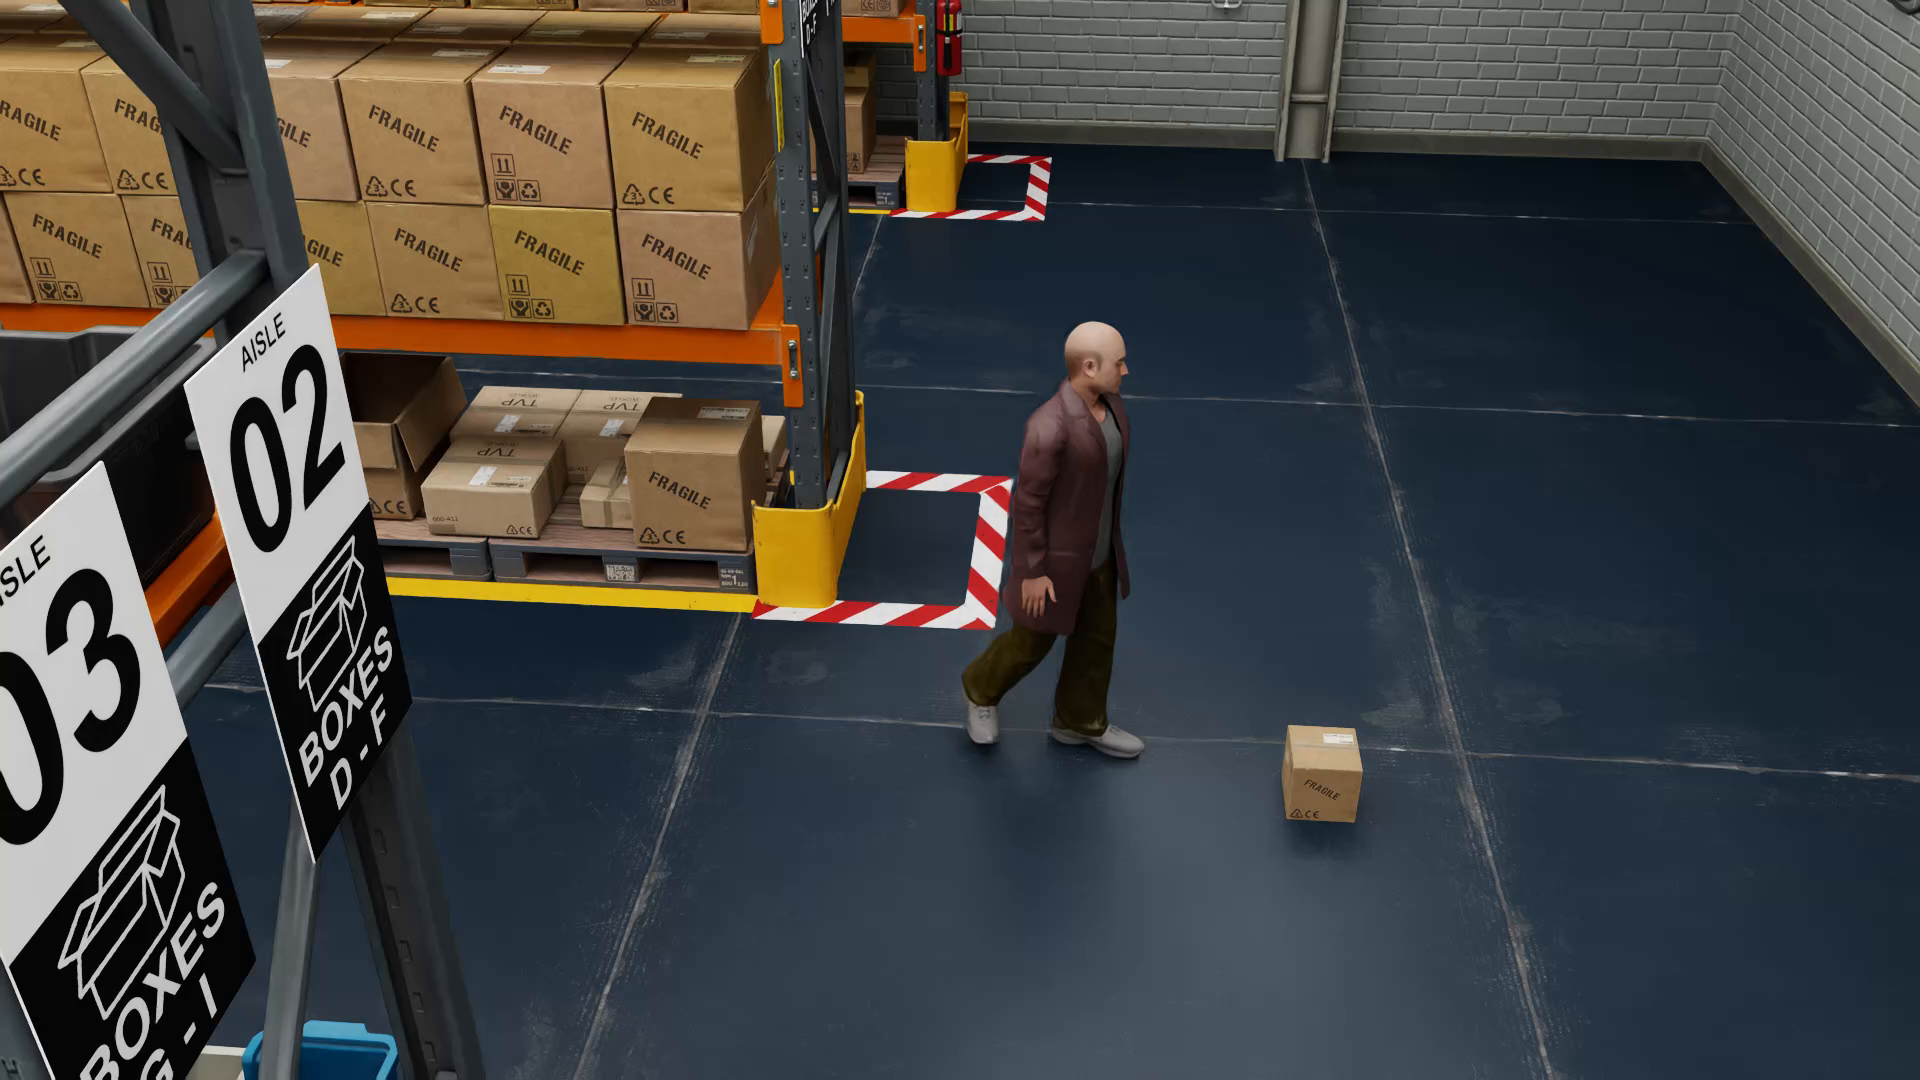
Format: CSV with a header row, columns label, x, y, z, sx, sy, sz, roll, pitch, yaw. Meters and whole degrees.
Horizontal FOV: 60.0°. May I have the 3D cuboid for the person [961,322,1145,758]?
label,x,y,z,sx,sy,sz,roll,pitch,yaw
person,0.340,0.020,6.104,0.748,1.775,0.612,22,38,32
